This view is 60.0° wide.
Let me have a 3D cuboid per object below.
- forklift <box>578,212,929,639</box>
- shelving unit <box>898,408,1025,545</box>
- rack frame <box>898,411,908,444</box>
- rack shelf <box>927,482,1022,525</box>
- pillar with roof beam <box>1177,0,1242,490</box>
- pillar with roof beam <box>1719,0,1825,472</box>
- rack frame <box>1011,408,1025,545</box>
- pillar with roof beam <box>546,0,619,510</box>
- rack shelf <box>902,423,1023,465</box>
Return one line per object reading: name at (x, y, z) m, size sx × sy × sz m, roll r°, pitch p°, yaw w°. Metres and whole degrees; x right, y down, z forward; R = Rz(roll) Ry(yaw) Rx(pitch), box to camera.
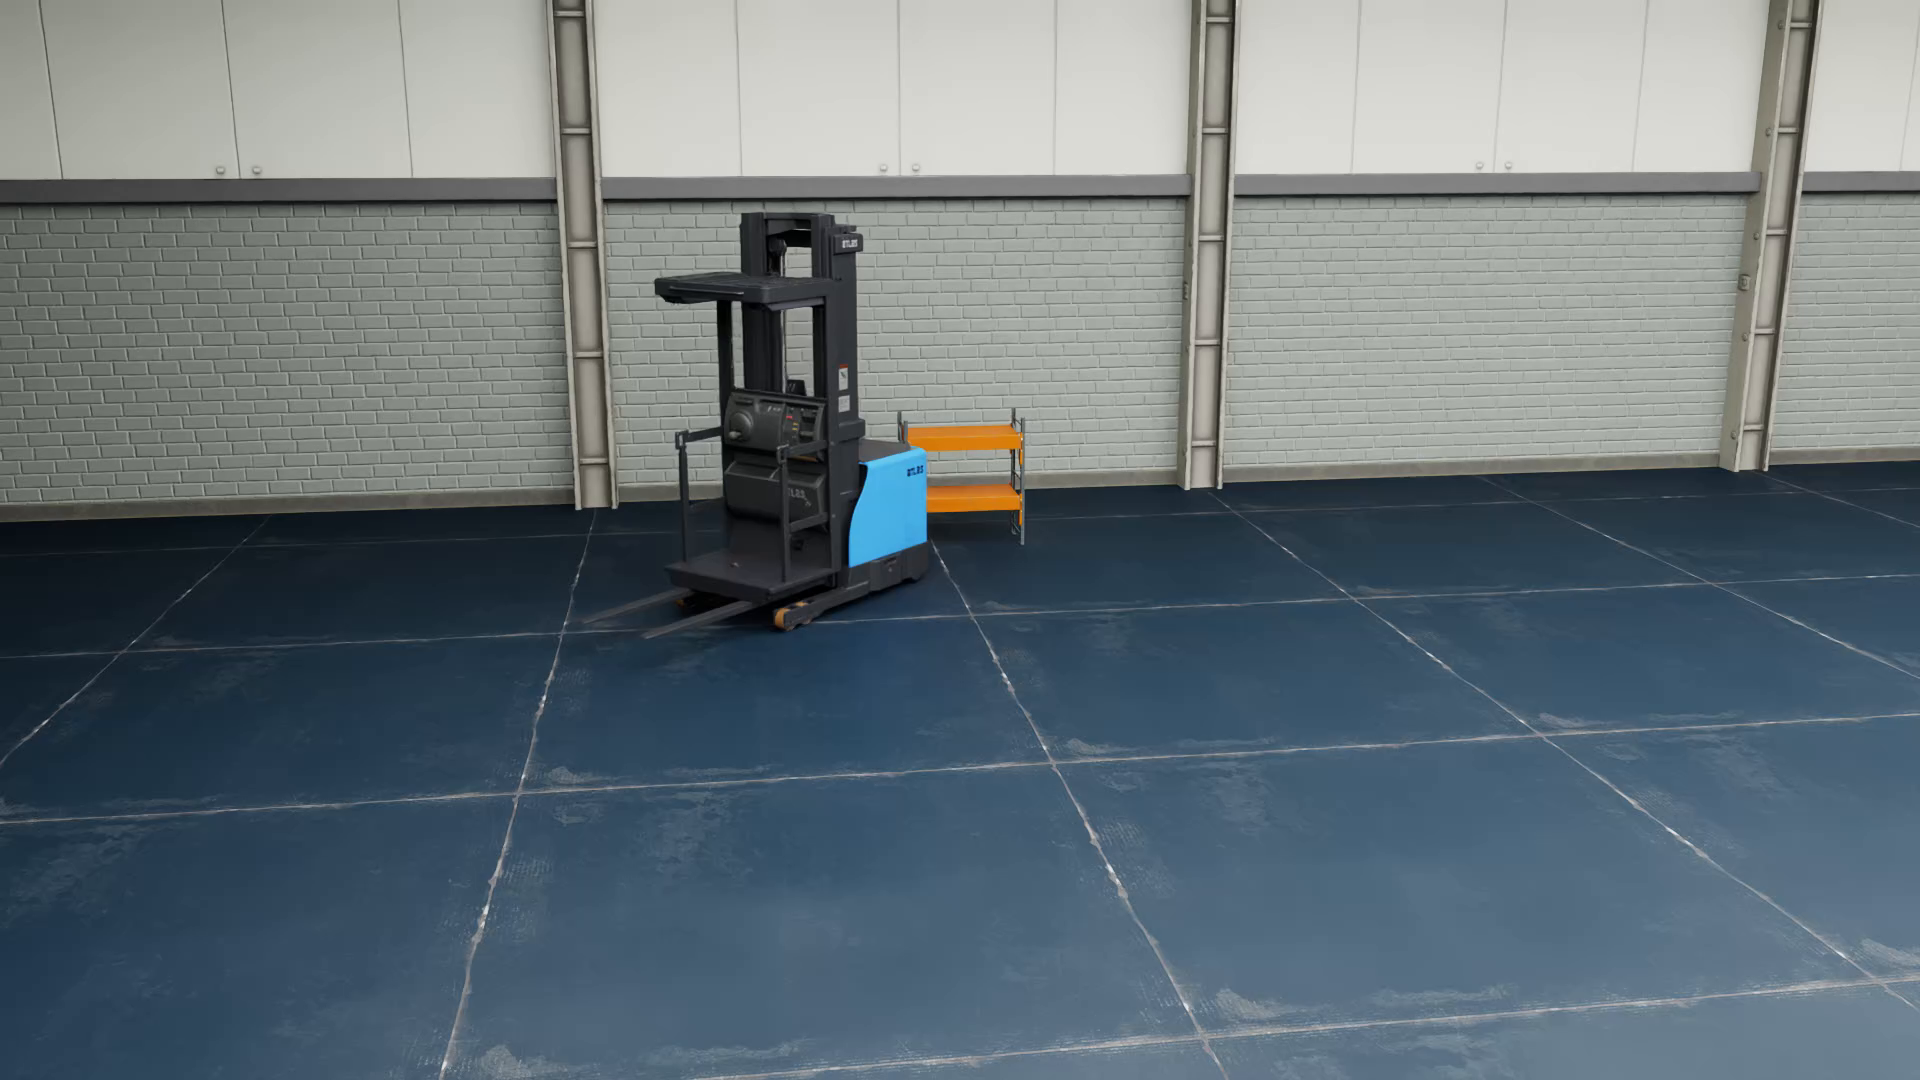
forklift at (-1.511, -0.893, 12.257) m, size 1.130 × 2.935 × 3.031 m, roll 10°, pitch 17°, yaw 34°
shelving unit at (0.007, -0.546, 14.586) m, size 1.048 × 1.125 × 0.538 m, roll -2°, pitch 14°, yaw -8°
rack frame at (-0.496, -0.527, 14.513) m, size 0.032 × 1.125 × 0.500 m, roll -2°, pitch 14°, yaw -8°
rack shelf at (0.007, -0.309, 14.645) m, size 1.000 × 0.278 × 0.538 m, roll -2°, pitch 14°, yaw -8°
pillar with roof beam at (3.074, -3.878, 11.687) m, size 0.400 × 9.000 × 9.100 m, roll -2°, pitch 14°, yaw -8°
pillar with roof beam at (9.007, -4.096, 12.554) m, size 0.400 × 9.000 × 9.100 m, roll -2°, pitch 14°, yaw -8°
rack frame at (0.509, -0.564, 14.659) m, size 0.032 × 1.125 × 0.500 m, roll -2°, pitch 14°, yaw -8°
pillar with roof beam at (-2.859, -3.661, 10.820) m, size 0.400 × 9.000 × 9.100 m, roll -2°, pitch 14°, yaw -8°
rack shelf at (0.007, -0.830, 14.515) m, size 1.000 × 0.278 × 0.538 m, roll -2°, pitch 14°, yaw -8°
